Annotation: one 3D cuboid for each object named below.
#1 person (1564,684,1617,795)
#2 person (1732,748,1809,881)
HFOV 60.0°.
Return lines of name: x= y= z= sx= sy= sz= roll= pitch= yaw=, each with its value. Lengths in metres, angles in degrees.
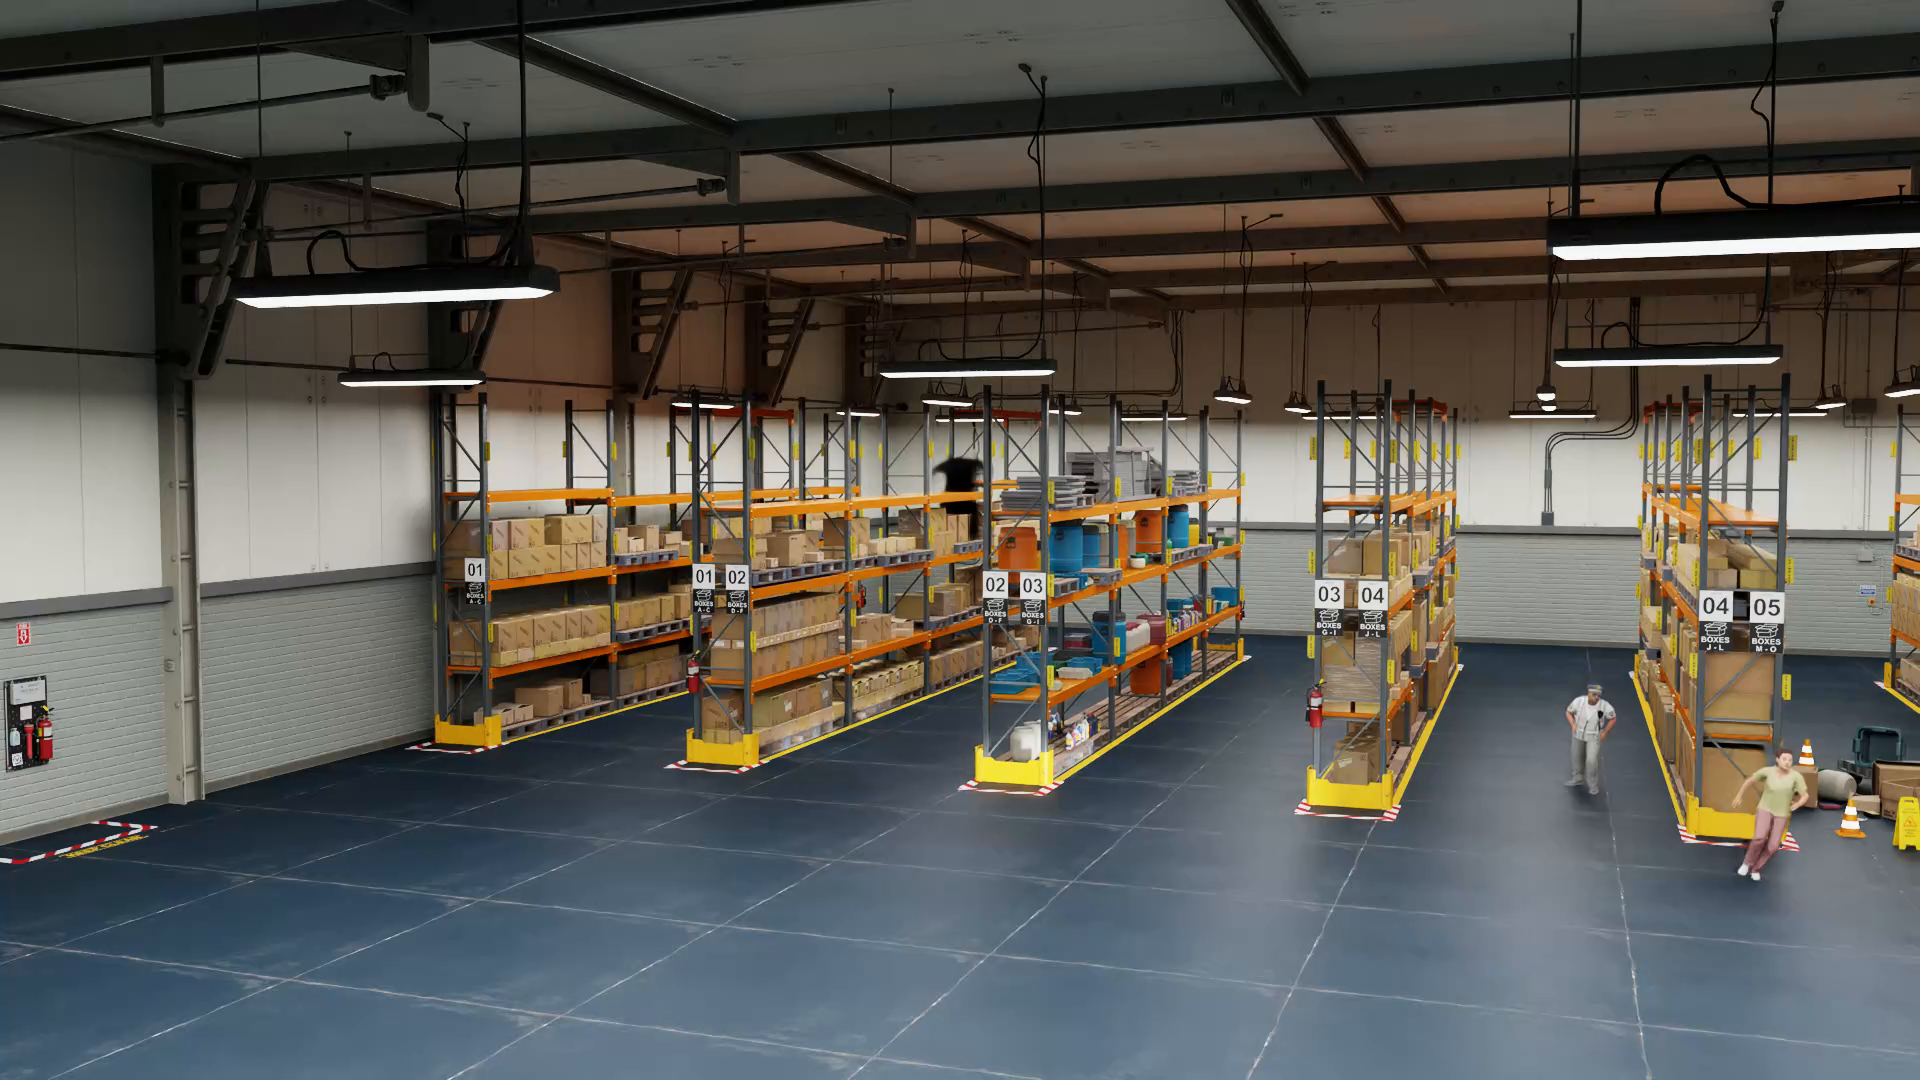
person: x=9.260 y=2.911 z=24.510 sx=0.752 sy=1.654 sz=0.804 roll=2 pitch=4 yaw=36
person: x=9.460 y=3.209 z=19.344 sx=0.750 sy=1.581 sz=0.603 roll=1 pitch=3 yaw=11
